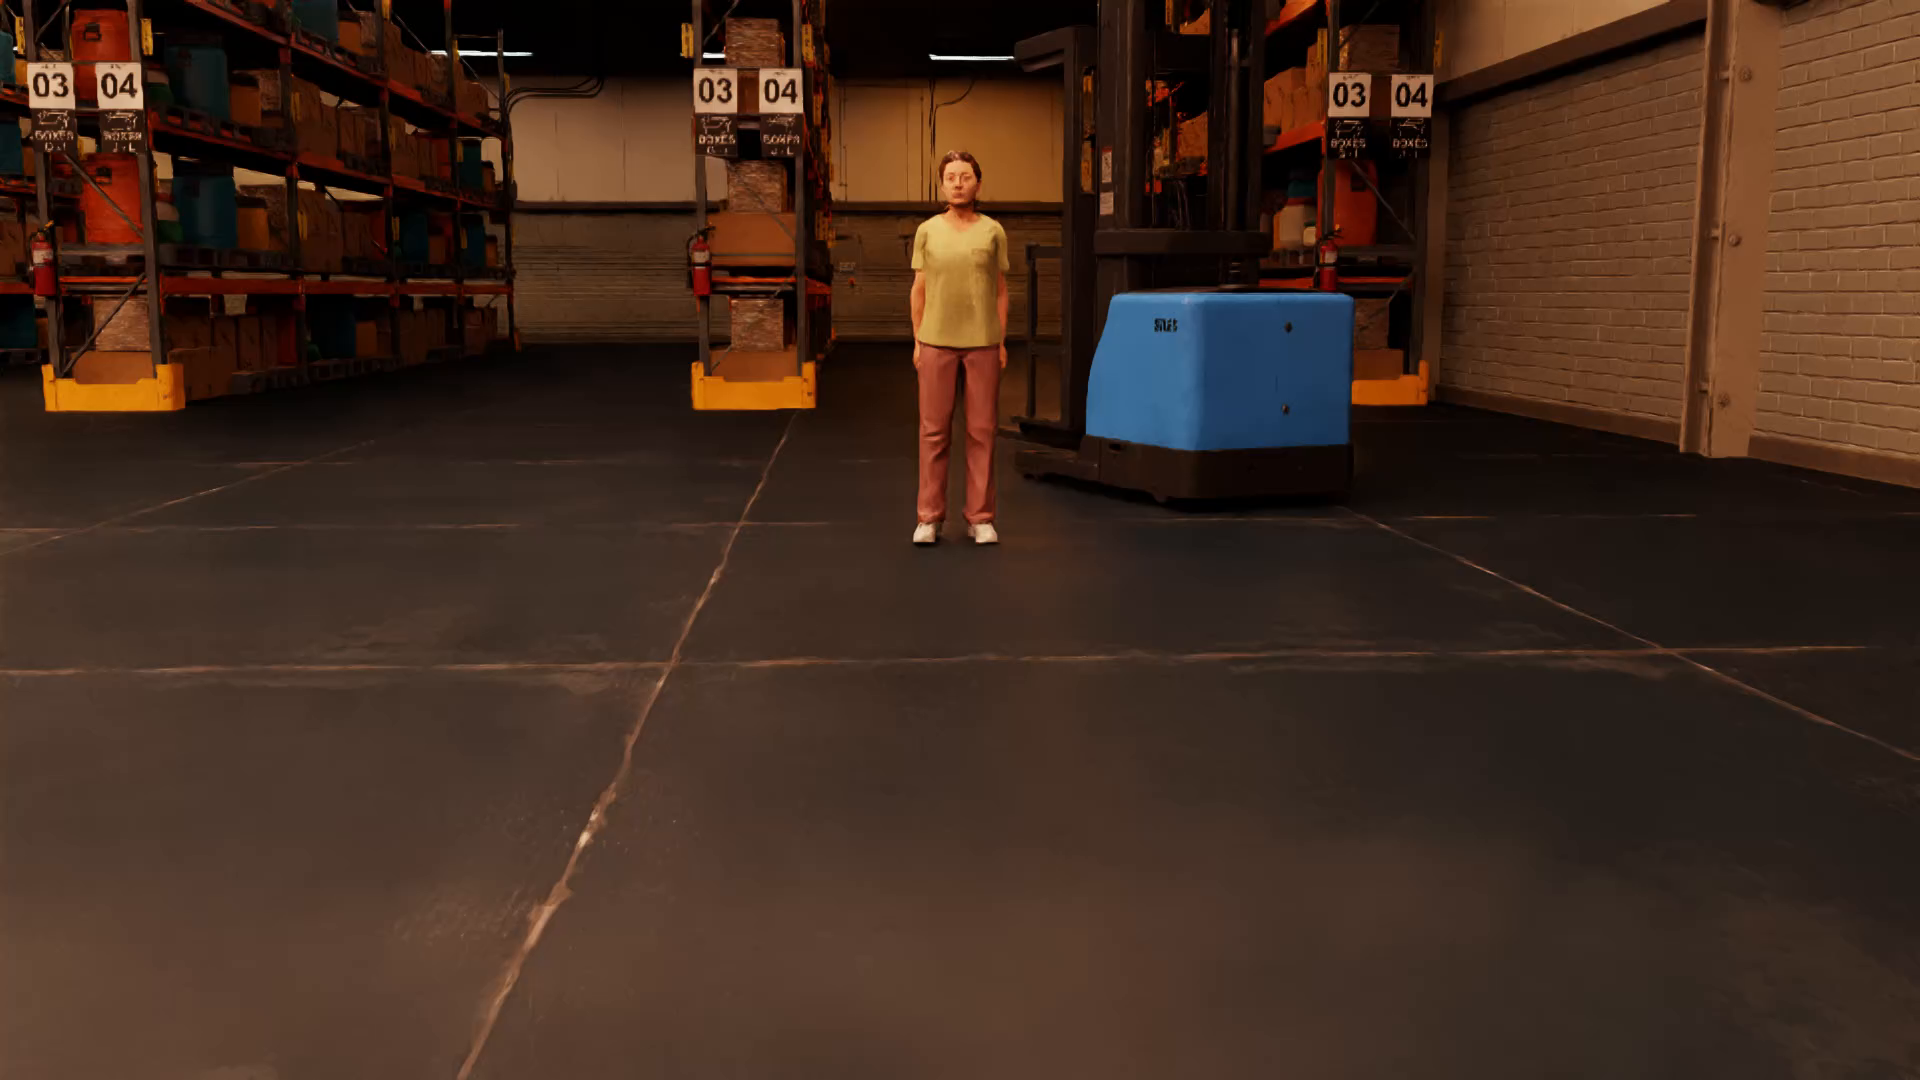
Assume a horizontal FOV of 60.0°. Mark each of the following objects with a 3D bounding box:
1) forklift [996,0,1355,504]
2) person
[{"bbox_3d":[0.976,-1.810,9.519,1.130,2.935,3.031,-4,9,-23],"label":"forklift"},{"bbox_3d":[0.003,-0.826,7.179,0.429,1.673,0.365,-1,8,-4],"label":"person"}]
